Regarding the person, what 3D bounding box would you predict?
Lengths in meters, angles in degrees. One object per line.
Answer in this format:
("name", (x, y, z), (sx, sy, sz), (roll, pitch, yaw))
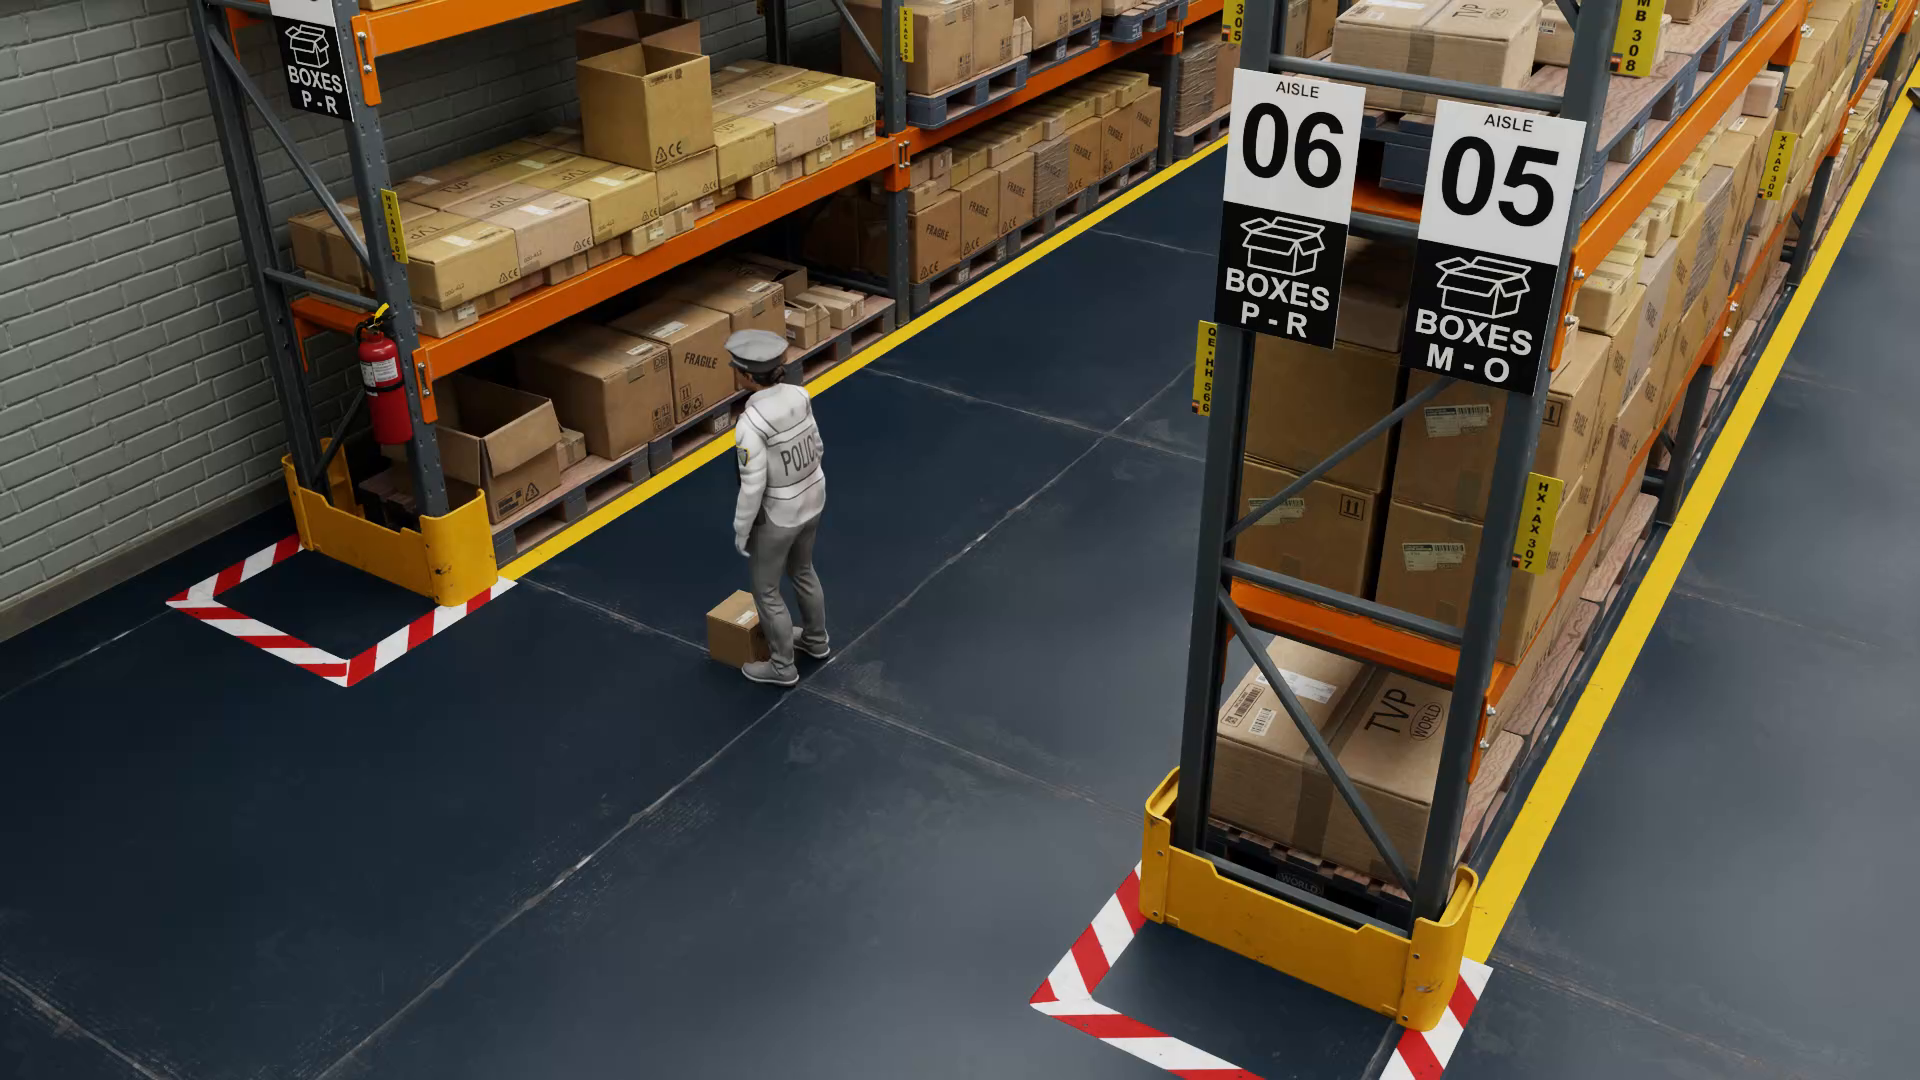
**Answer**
("person", (-0.798, -0.120, 7.330), (0.372, 1.664, 0.528), (18, 35, 27))
